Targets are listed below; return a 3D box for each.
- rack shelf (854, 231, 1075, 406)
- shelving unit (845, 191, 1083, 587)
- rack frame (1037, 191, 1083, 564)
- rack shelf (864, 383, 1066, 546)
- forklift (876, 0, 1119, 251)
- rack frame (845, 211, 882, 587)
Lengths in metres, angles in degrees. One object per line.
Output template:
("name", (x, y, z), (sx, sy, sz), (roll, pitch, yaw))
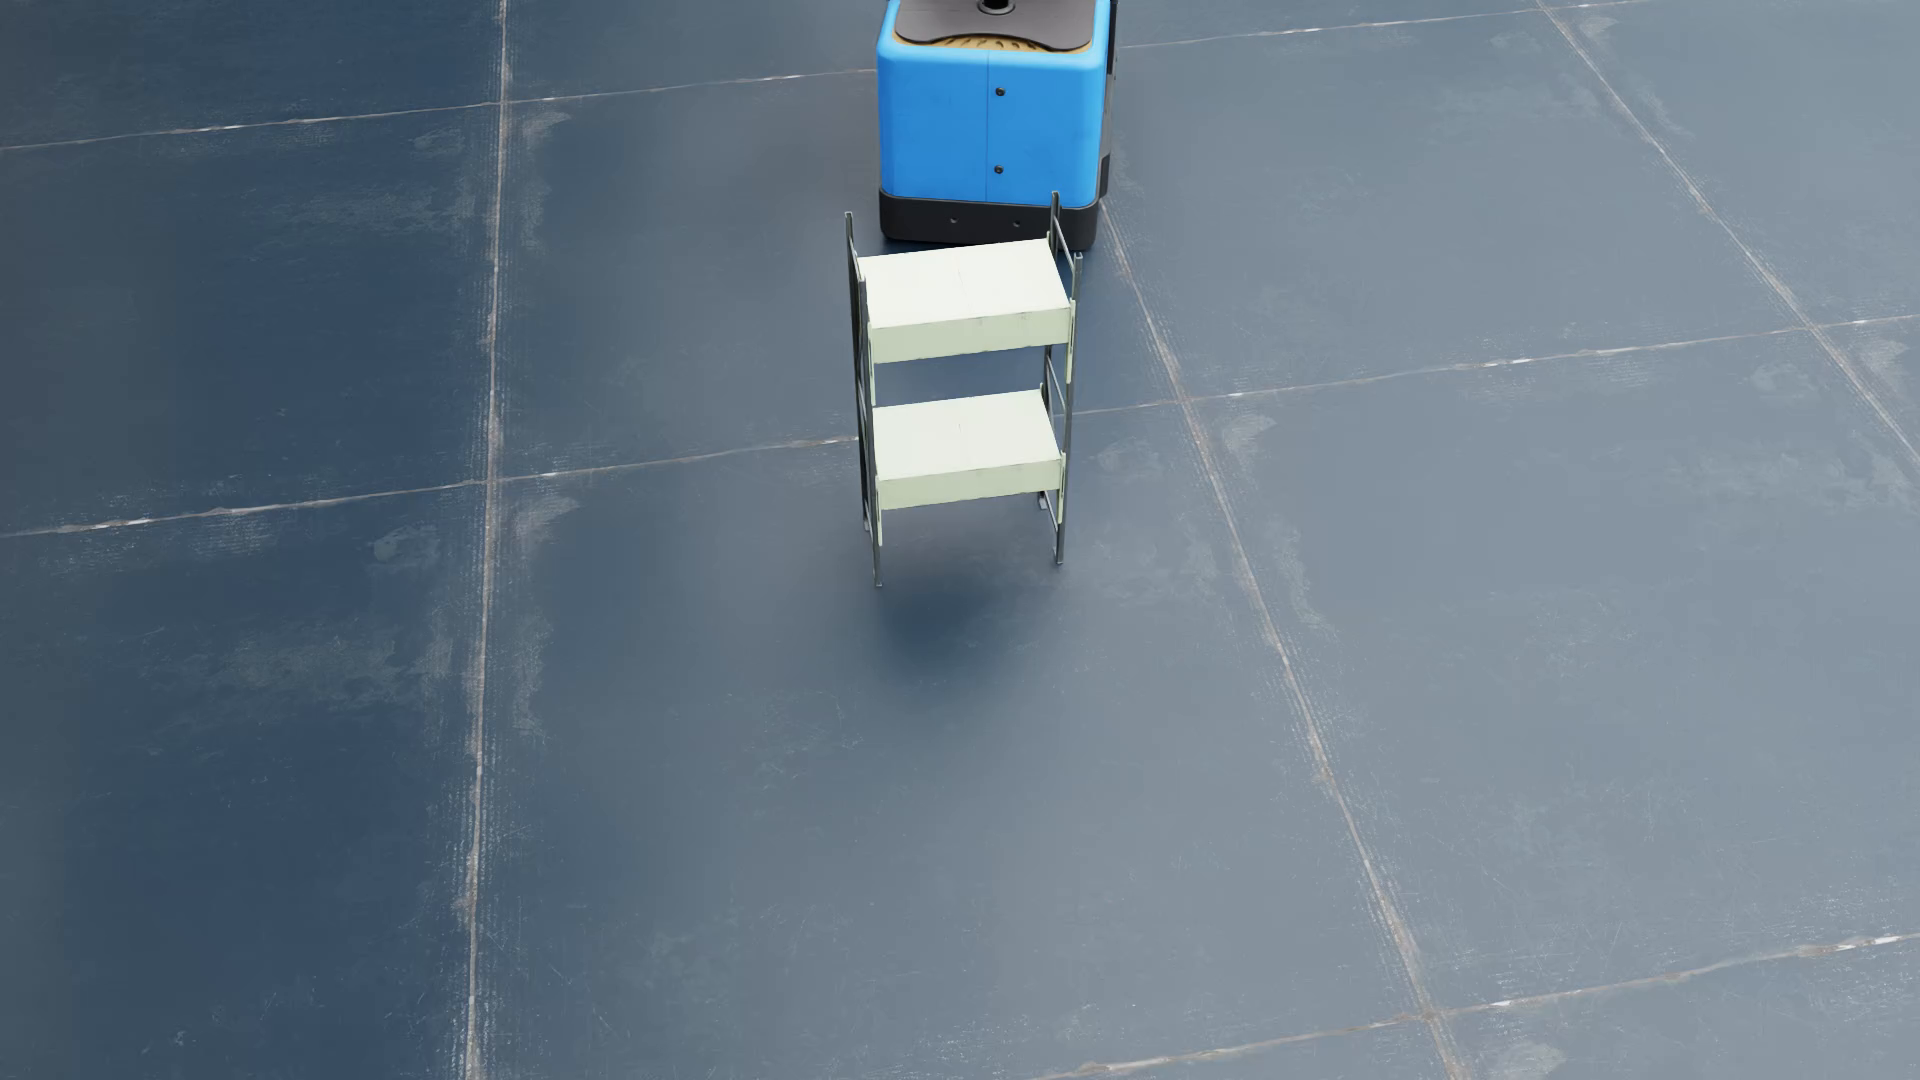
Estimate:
("rack shelf", (0.007, -0.792, 5.930), (0.720, 0.370, 0.431), (-7, 46, -7))
("shelving unit", (0.007, -0.521, 6.211), (0.755, 1.500, 0.431), (-7, 46, -7))
("rack frame", (0.367, -0.566, 6.254), (0.023, 1.500, 0.400), (-7, 46, -7))
("rack shelf", (0.007, -0.295, 6.445), (0.720, 0.370, 0.431), (-7, 46, -7))
("forklift", (0.284, -3.473, 8.061), (1.130, 2.935, 3.031), (4, 46, 4))
("rack frame", (-0.354, -0.476, 6.167), (0.023, 1.500, 0.400), (-7, 46, -7))
